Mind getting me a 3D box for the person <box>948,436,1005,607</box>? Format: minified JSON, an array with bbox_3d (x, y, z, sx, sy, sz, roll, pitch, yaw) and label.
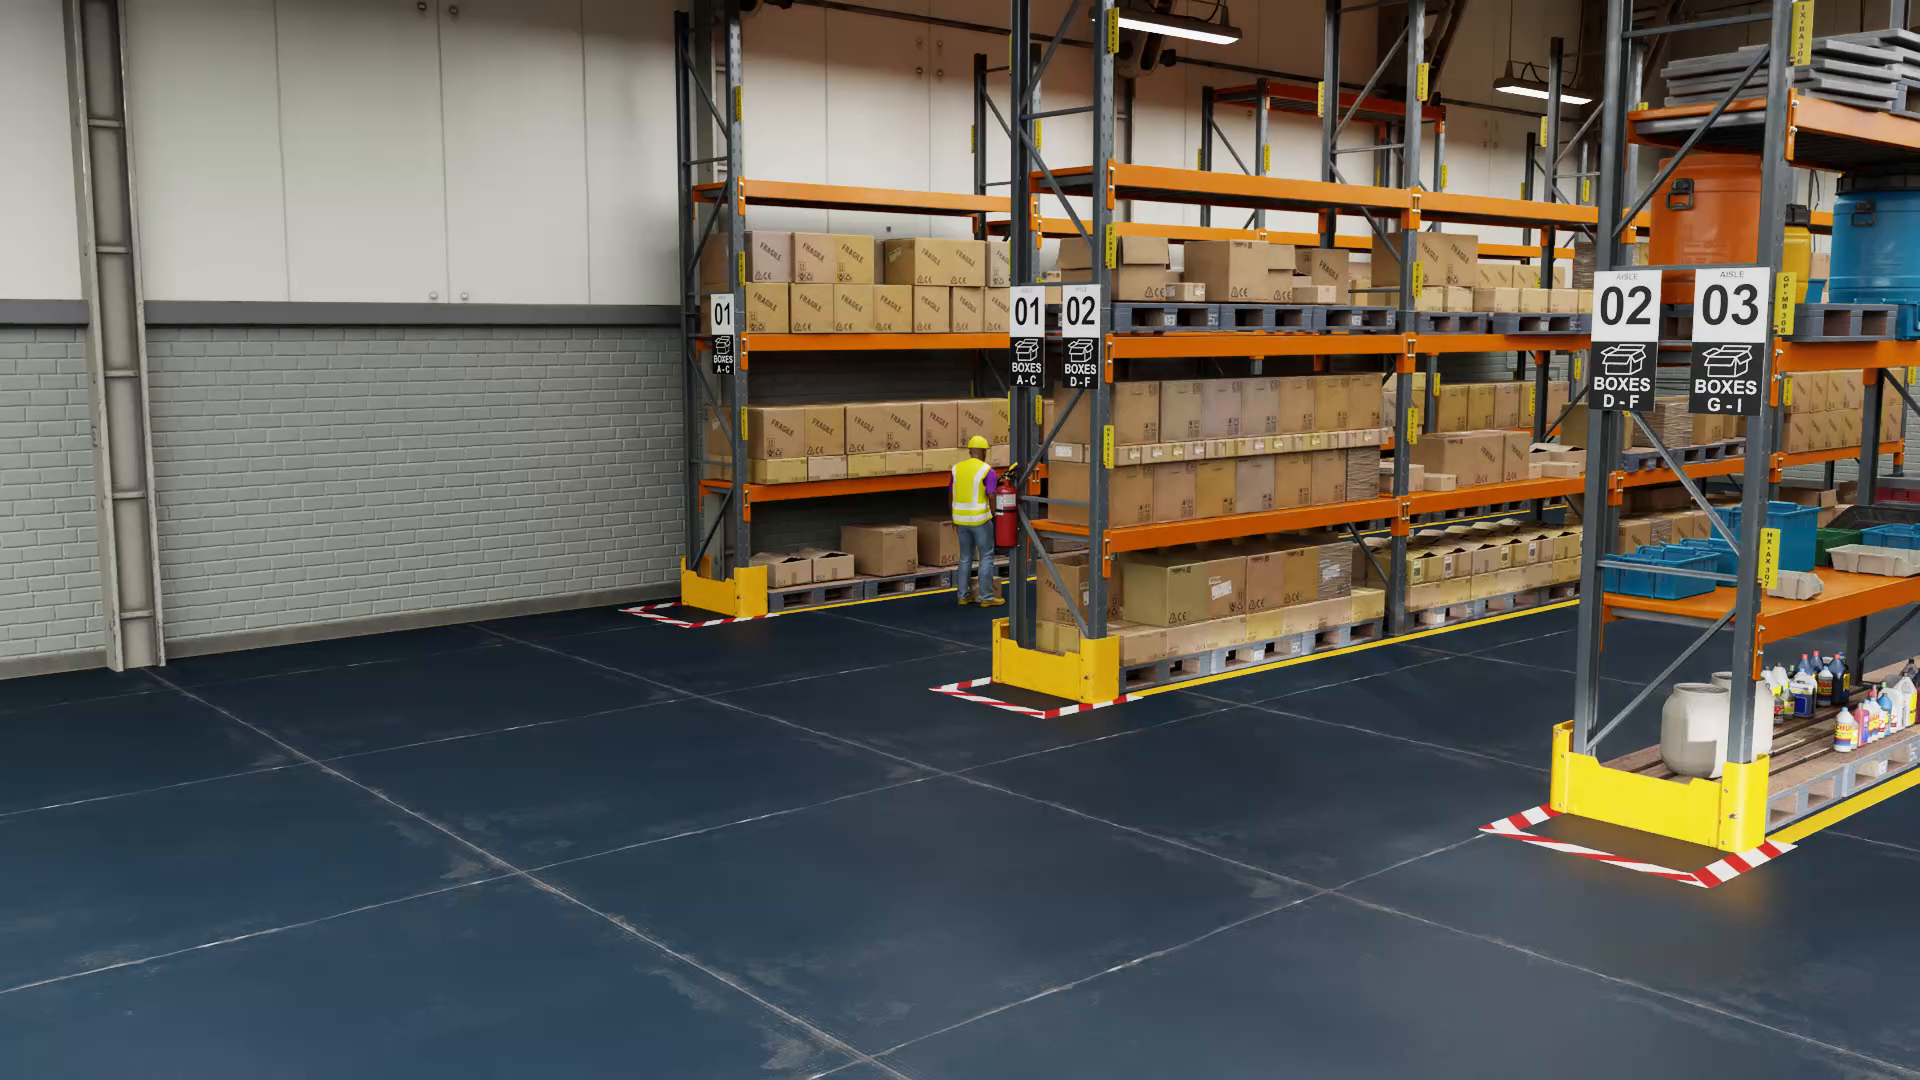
[{"bbox_3d":[0.167,-0.201,17.266,0.628,1.761,0.456,5,9,36],"label":"person"}]
